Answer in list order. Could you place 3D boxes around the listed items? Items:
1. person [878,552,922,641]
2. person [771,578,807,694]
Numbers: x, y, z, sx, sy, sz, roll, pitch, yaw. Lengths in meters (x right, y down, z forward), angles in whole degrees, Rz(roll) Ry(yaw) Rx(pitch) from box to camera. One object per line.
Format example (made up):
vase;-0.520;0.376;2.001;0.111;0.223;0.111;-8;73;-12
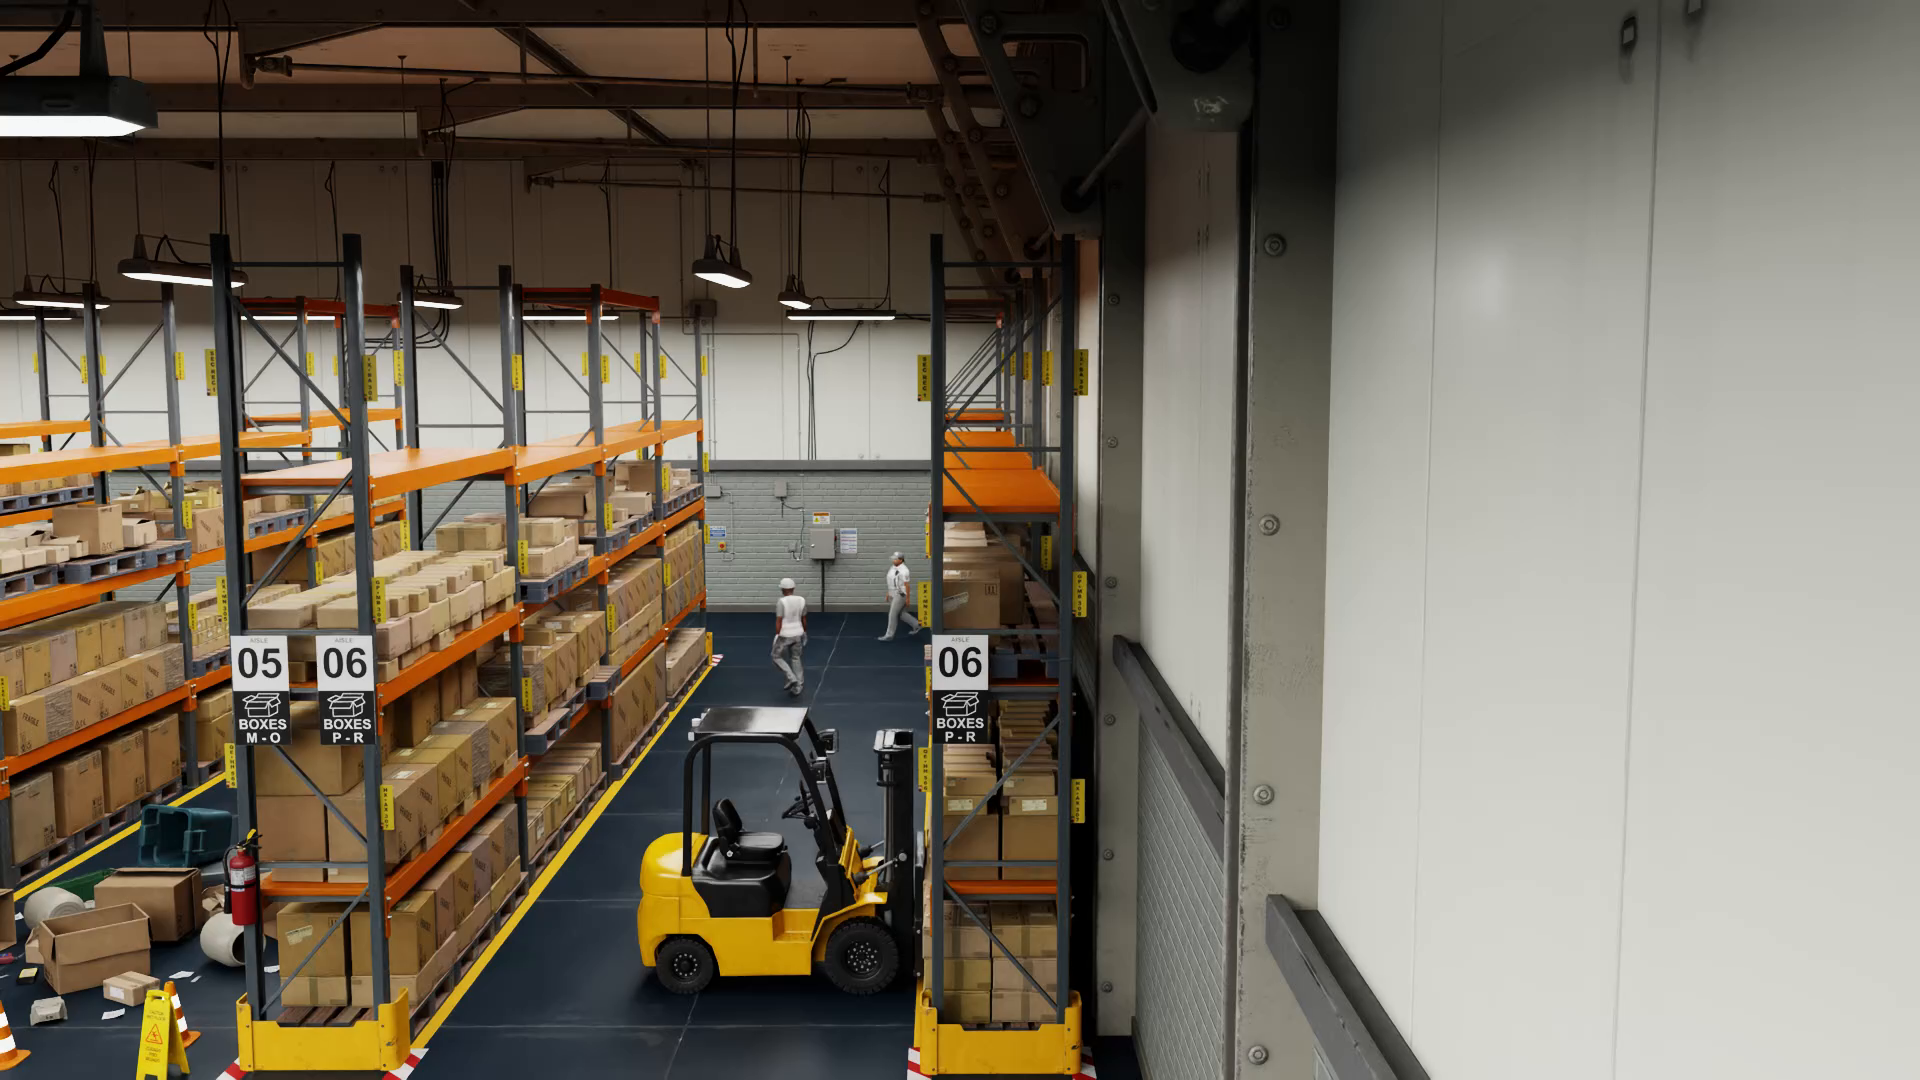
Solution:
person;-1.078;1.012;30.308;0.945;1.633;0.493;-3;7;-25
person;-2.576;1.473;25.374;0.612;1.781;0.524;-6;9;-42
